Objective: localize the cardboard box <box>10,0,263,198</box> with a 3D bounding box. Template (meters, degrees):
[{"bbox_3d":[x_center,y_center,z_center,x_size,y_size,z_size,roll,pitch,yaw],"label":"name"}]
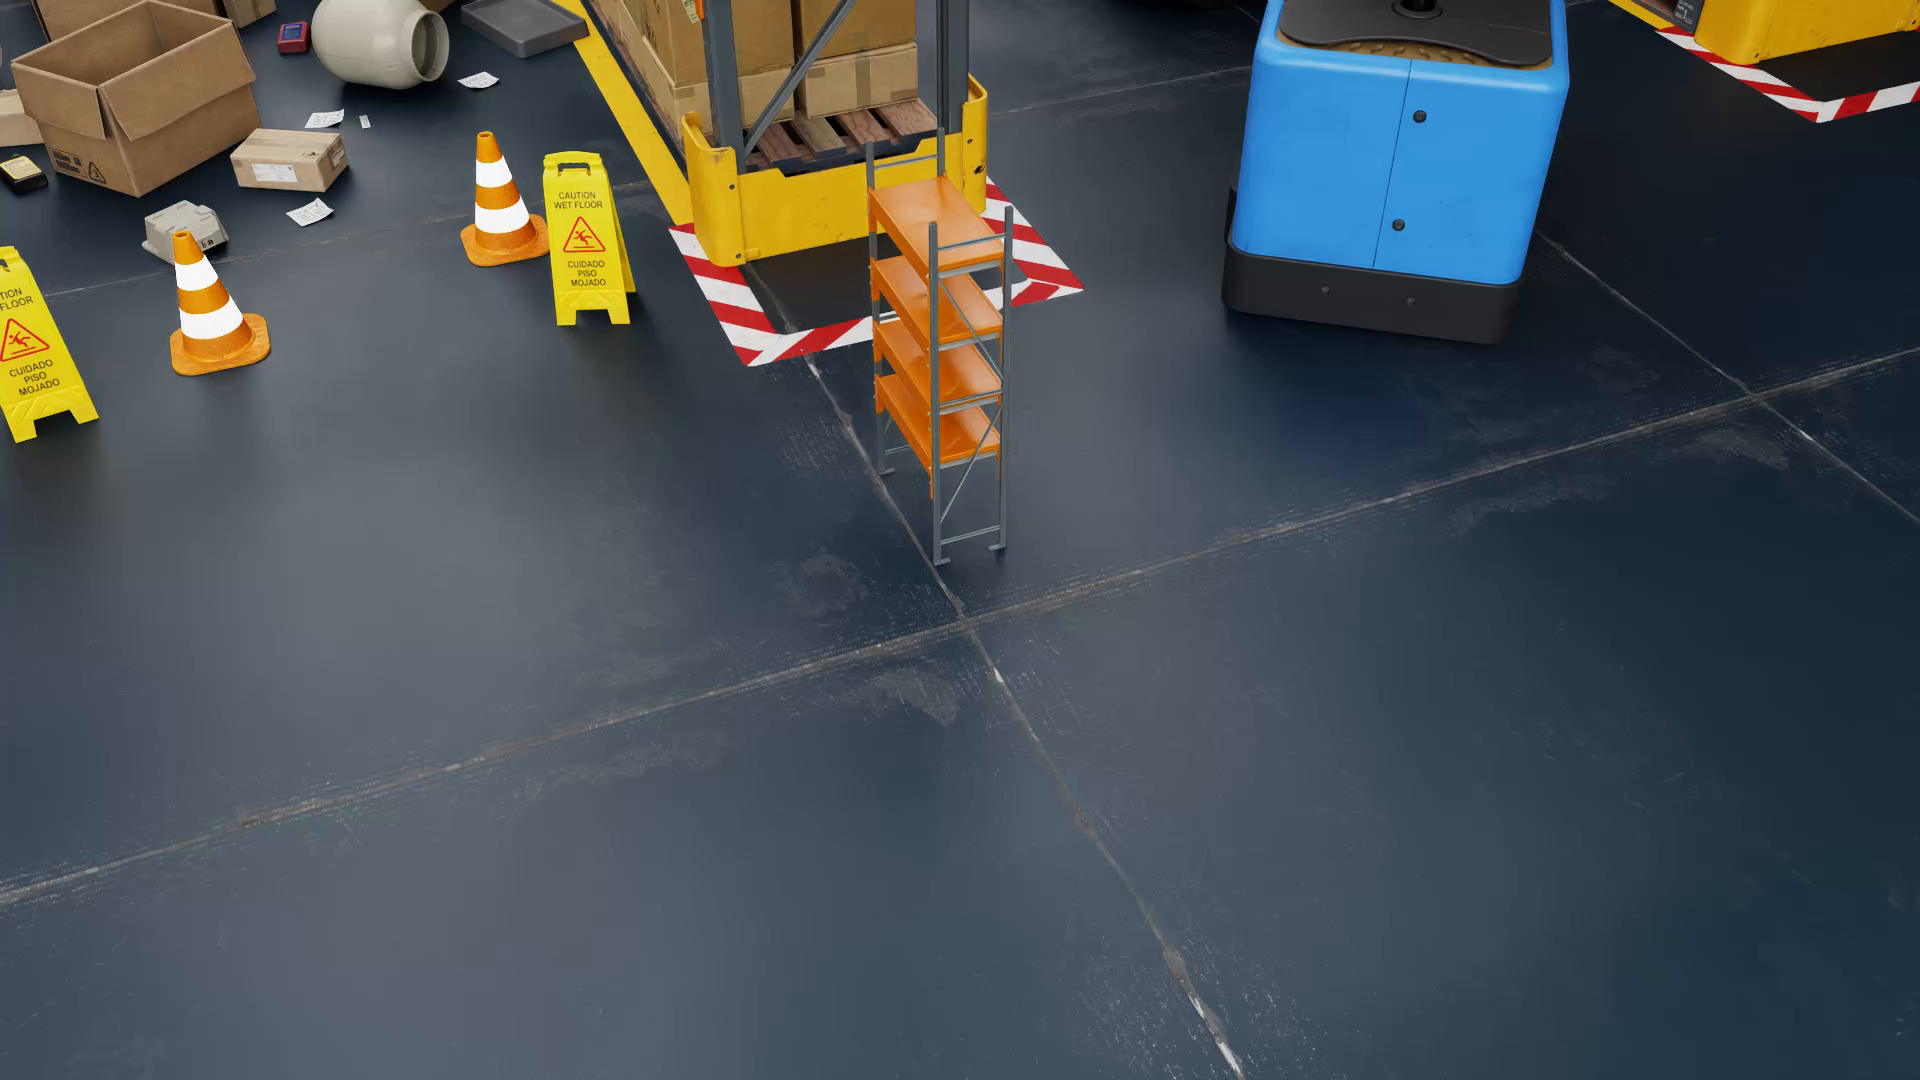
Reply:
[{"bbox_3d":[-3.461,-1.873,7.042,0.637,0.503,0.797,19,44,20],"label":"cardboard box"}]

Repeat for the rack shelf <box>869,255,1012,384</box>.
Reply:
[{"bbox_3d":[-0.063,-0.673,4.873,0.258,0.148,0.480,-15,43,-17],"label":"rack shelf"}]

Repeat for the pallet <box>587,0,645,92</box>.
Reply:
[{"bbox_3d":[-1.220,-2.614,8.127,1.003,0.211,1.213,-15,43,-17],"label":"pallet"}]

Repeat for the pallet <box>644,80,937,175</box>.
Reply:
[{"bbox_3d":[-0.757,-1.880,7.274,1.003,0.211,1.213,-15,43,-17],"label":"pallet"}]

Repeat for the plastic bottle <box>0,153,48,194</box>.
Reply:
[{"bbox_3d":[-3.966,-1.552,7.008,0.133,0.061,0.283,-31,49,-31],"label":"plastic bottle"}]

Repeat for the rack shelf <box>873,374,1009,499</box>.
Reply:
[{"bbox_3d":[-0.063,-0.353,5.148,0.258,0.148,0.480,-15,43,-17],"label":"rack shelf"}]

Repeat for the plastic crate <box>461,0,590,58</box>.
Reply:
[{"bbox_3d":[-2.137,-2.545,8.149,0.402,0.080,0.583,-31,49,-31],"label":"plastic crate"}]

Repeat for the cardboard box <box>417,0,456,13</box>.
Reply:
[{"bbox_3d":[-2.828,-2.871,8.203,0.500,0.500,0.500,12,42,13],"label":"cardboard box"}]

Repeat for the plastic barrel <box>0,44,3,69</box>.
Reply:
[{"bbox_3d":[-4.664,-2.229,7.518,0.512,0.421,0.421,12,42,13],"label":"plastic barrel"}]

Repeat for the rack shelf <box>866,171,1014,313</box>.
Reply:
[{"bbox_3d":[-0.063,-0.853,4.719,0.258,0.148,0.480,-15,43,-17],"label":"rack shelf"}]

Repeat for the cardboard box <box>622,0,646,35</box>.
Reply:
[{"bbox_3d":[-1.200,-2.525,7.098,0.500,0.500,0.500,-14,43,-15],"label":"cardboard box"}]

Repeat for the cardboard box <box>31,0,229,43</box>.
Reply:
[{"bbox_3d":[-3.826,-2.486,7.651,0.797,0.637,0.503,-15,43,-17],"label":"cardboard box"}]

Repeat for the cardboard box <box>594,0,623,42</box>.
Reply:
[{"bbox_3d":[-1.404,-2.557,7.710,0.500,0.250,0.500,-17,43,-18],"label":"cardboard box"}]

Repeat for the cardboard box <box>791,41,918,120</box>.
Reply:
[{"bbox_3d":[-0.503,-2.065,7.137,0.500,0.250,0.500,-15,43,-17],"label":"cardboard box"}]

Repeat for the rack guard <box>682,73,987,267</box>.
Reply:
[{"bbox_3d":[-0.479,-1.491,6.601,1.175,0.500,0.348,-15,43,-17],"label":"rack guard"}]

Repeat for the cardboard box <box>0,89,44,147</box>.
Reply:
[{"bbox_3d":[-4.156,-1.894,7.249,0.396,0.266,0.258,-8,41,-9],"label":"cardboard box"}]

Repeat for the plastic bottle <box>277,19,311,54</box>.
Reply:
[{"bbox_3d":[-3.219,-2.443,8.044,0.133,0.061,0.283,-8,41,-9],"label":"plastic bottle"}]

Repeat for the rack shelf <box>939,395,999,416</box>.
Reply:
[{"bbox_3d":[-0.063,-0.525,5.000,0.199,0.029,0.442,-15,43,-17],"label":"rack shelf"}]

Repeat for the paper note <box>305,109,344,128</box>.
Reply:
[{"bbox_3d":[-2.837,-1.885,7.427,0.148,0.019,0.142,-2,41,-2],"label":"paper note"}]

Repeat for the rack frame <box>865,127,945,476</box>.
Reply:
[{"bbox_3d":[-0.157,-0.702,5.146,0.240,1.200,0.015,-15,43,-17],"label":"rack frame"}]

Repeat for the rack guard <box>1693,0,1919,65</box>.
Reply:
[{"bbox_3d":[4.144,-2.671,7.973,1.175,0.500,0.348,-15,43,-17],"label":"rack guard"}]

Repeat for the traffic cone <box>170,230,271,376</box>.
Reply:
[{"bbox_3d":[-2.702,-0.887,5.926,0.336,0.463,0.334,-15,43,-17],"label":"traffic cone"}]

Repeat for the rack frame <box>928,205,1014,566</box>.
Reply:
[{"bbox_3d":[0.030,-0.408,4.804,0.240,1.200,0.015,-15,43,-17],"label":"rack frame"}]

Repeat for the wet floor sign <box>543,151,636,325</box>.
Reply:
[{"bbox_3d":[-1.366,-1.119,6.056,0.267,0.644,0.232,-2,41,-2],"label":"wet floor sign"}]

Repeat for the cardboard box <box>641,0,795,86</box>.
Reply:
[{"bbox_3d":[-0.997,-2.212,6.733,0.500,0.500,0.500,-15,43,-17],"label":"cardboard box"}]

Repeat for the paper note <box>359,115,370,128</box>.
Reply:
[{"bbox_3d":[-7.054,-5.641,11.648,3.823,0.211,13.979,-15,43,-17],"label":"paper note"}]

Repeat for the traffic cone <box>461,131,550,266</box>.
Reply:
[{"bbox_3d":[-1.806,-1.368,6.486,0.336,0.463,0.334,-15,43,-17],"label":"traffic cone"}]

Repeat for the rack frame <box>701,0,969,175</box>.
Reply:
[{"bbox_3d":[-0.450,-2.393,5.732,1.000,3.000,0.127,-15,43,-17],"label":"rack frame"}]

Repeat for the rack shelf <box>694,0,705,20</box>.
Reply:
[{"bbox_3d":[-1.215,-3.325,7.368,1.077,0.370,4.000,-15,43,-17],"label":"rack shelf"}]

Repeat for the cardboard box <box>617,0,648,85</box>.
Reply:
[{"bbox_3d":[-1.199,-2.244,7.345,0.500,0.250,0.500,-15,43,-17],"label":"cardboard box"}]

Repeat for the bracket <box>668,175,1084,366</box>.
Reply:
[{"bbox_3d":[-0.346,-1.108,6.538,1.378,0.001,1.079,-15,43,-17],"label":"bracket"}]

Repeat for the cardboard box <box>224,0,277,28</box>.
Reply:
[{"bbox_3d":[-3.652,-2.740,8.232,0.396,0.266,0.258,19,44,20],"label":"cardboard box"}]

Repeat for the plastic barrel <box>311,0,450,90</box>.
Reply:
[{"bbox_3d":[-2.639,-2.283,7.580,0.512,0.421,0.421,12,42,13],"label":"plastic barrel"}]

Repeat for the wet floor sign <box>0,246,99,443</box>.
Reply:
[{"bbox_3d":[-3.144,-0.681,5.547,0.267,0.644,0.232,-23,46,-24],"label":"wet floor sign"}]

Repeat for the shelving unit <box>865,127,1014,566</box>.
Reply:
[{"bbox_3d":[-0.063,-0.555,4.975,0.258,1.200,0.503,-15,43,-17],"label":"shelving unit"}]

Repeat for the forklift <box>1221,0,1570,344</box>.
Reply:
[{"bbox_3d":[1.824,-2.782,6.238,1.130,2.935,3.031,9,42,11],"label":"forklift"}]

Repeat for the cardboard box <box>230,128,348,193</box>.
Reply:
[{"bbox_3d":[-2.817,-1.597,6.993,0.380,0.149,0.250,5,41,6],"label":"cardboard box"}]
